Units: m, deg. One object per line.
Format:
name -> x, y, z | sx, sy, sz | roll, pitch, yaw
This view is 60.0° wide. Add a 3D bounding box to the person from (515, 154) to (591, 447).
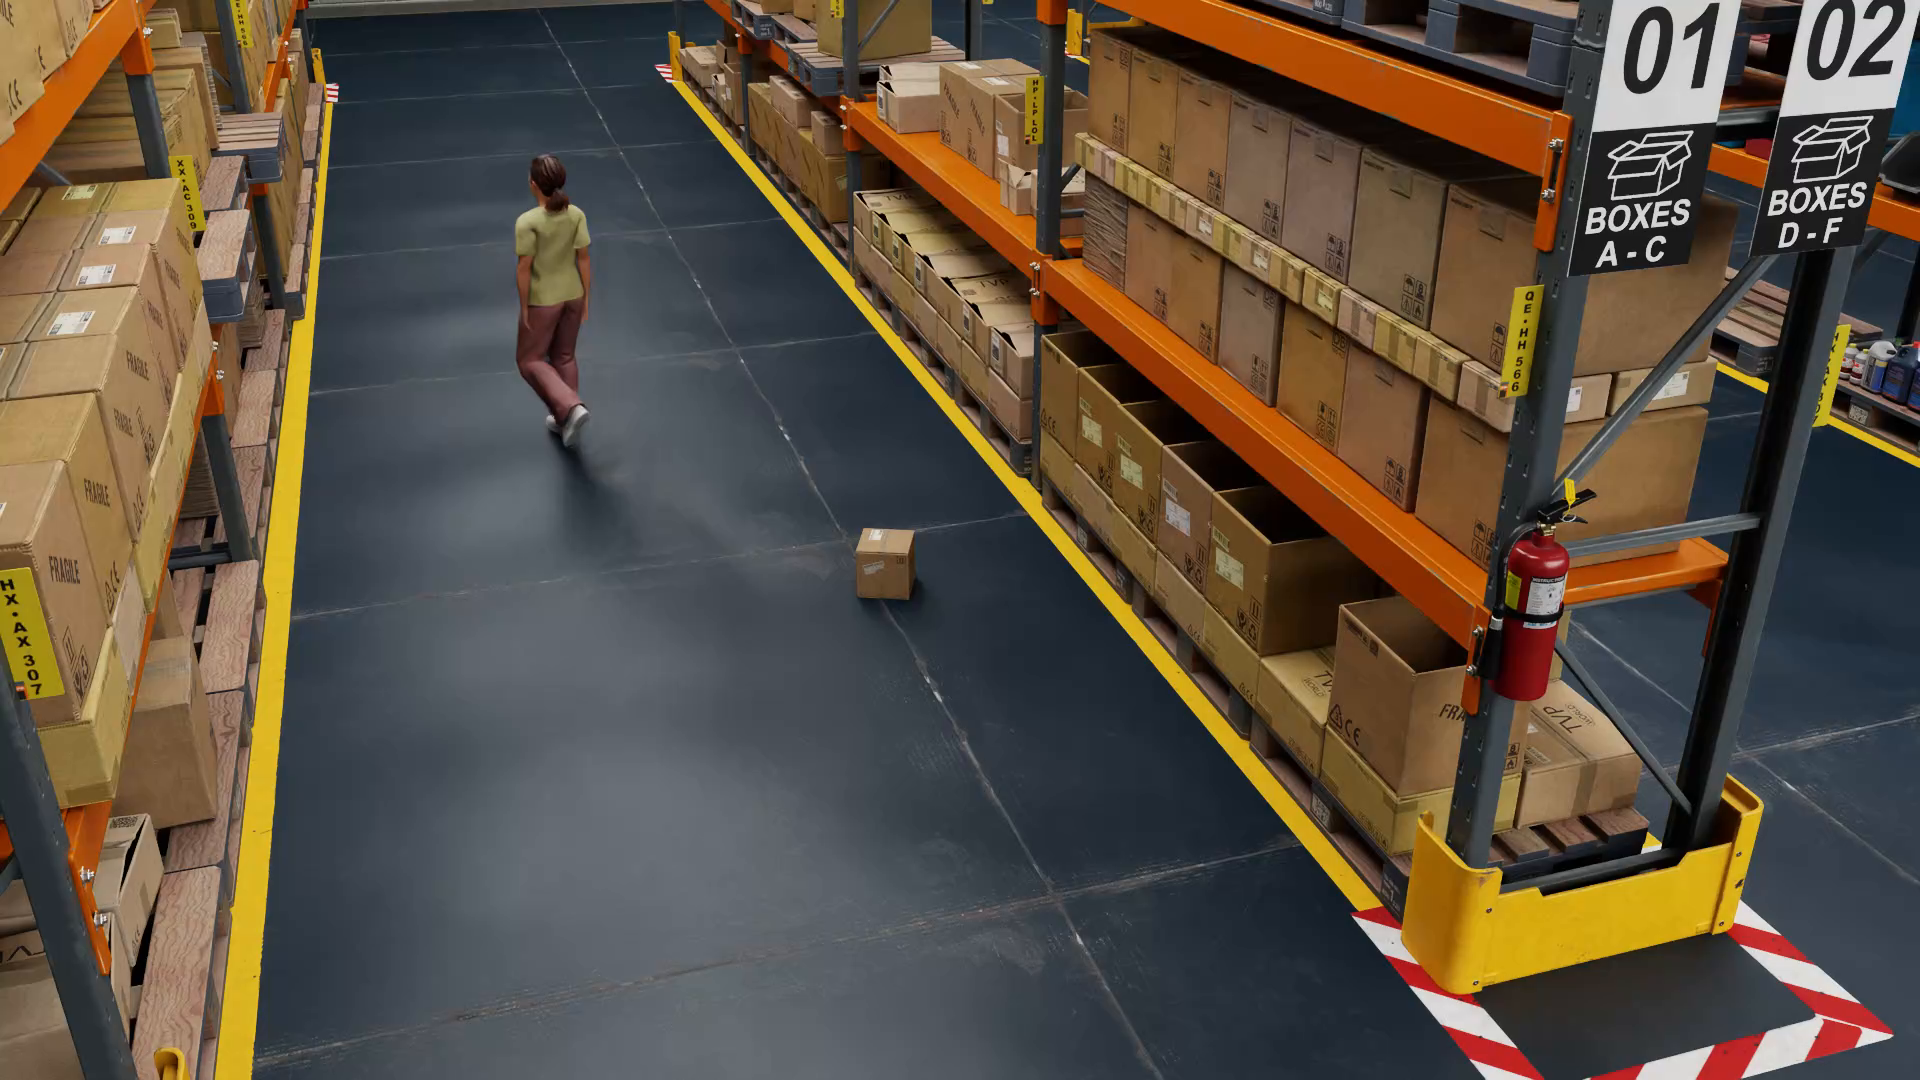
person -> -2.228, -1.302, 9.200 | 0.443, 1.652, 0.660 | -22, 34, -37
